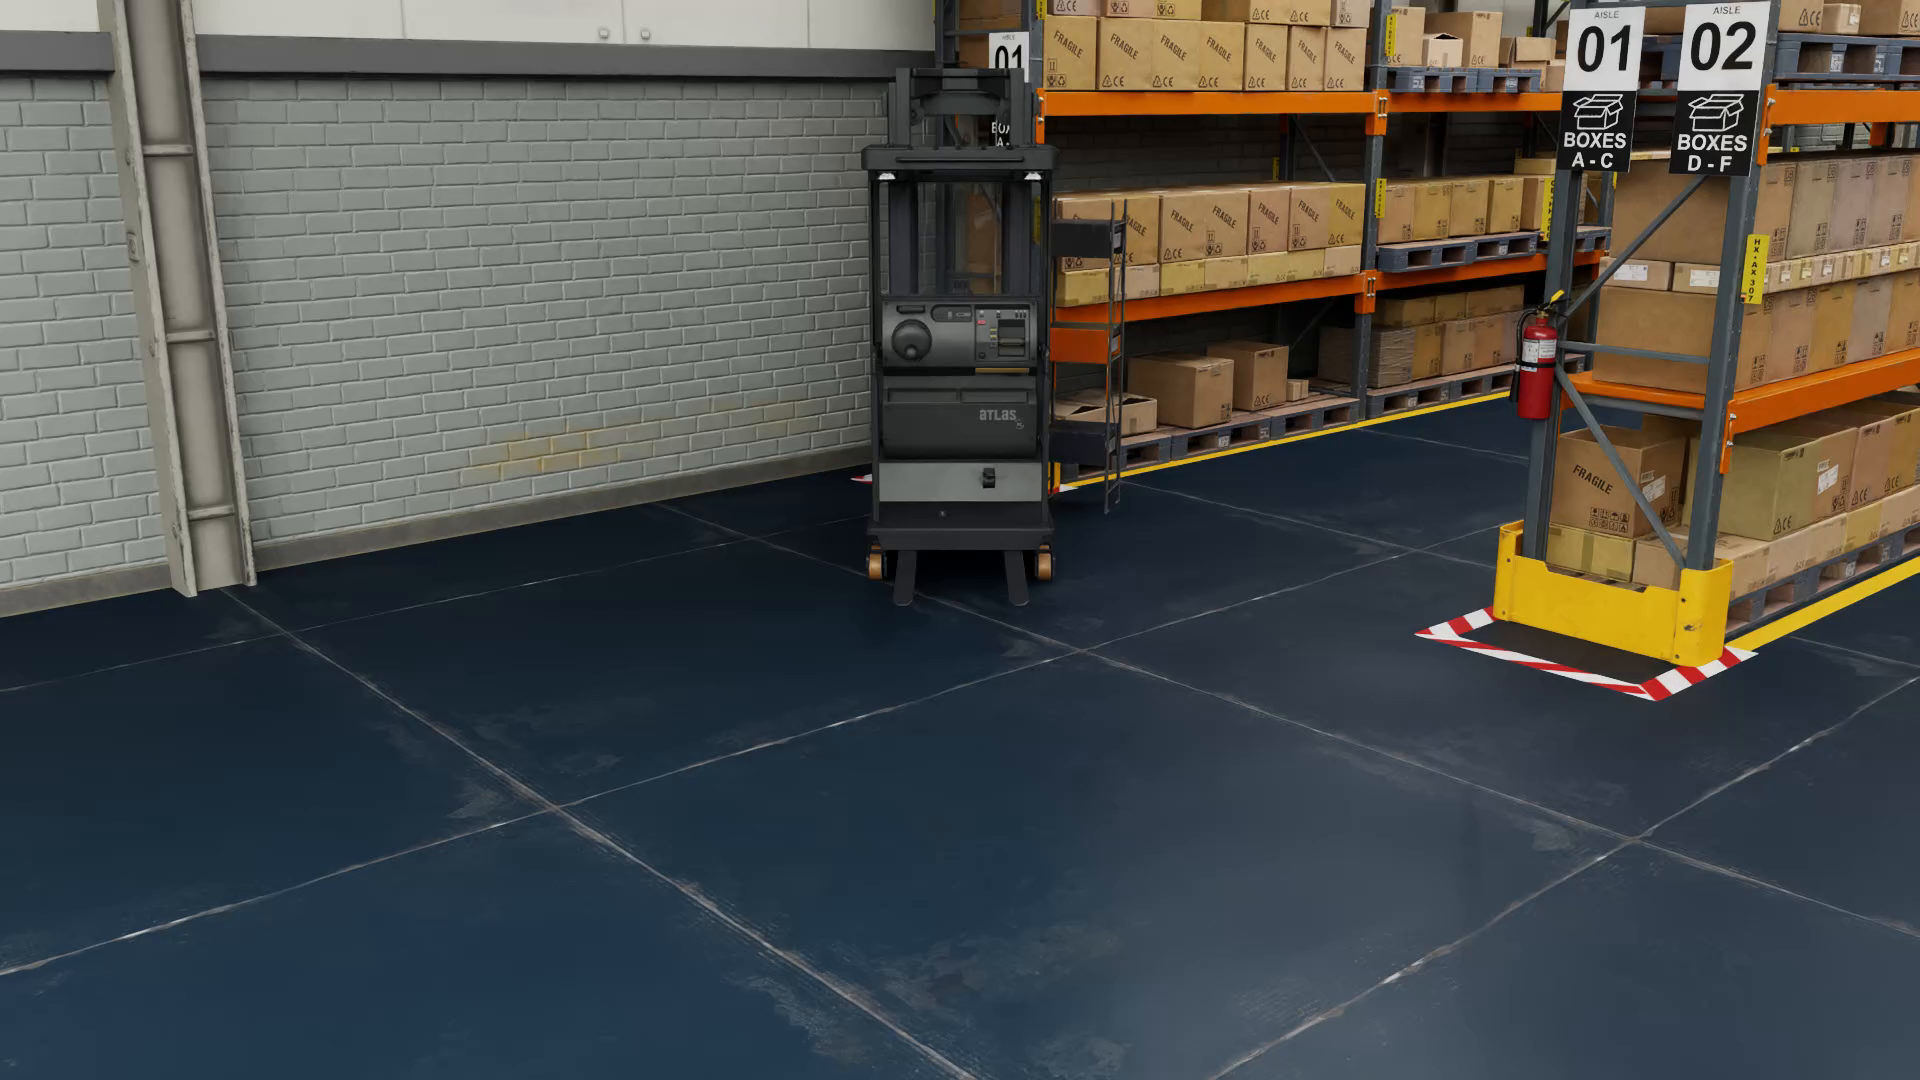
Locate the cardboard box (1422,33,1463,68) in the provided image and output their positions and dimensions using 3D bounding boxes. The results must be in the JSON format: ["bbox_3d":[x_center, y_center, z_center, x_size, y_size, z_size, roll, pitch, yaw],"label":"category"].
[{"bbox_3d":[4.138,-4.381,14.887,0.500,0.311,0.500,-12,19,-38],"label":"cardboard box"}]

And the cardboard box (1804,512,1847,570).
[{"bbox_3d":[4.749,-0.042,9.608,0.500,0.250,0.500,-13,19,-39],"label":"cardboard box"}]

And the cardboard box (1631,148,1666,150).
[{"bbox_3d":[7.564,-4.220,18.472,0.500,0.250,0.500,-13,20,-41],"label":"cardboard box"}]

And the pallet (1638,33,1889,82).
[{"bbox_3d":[3.996,-2.471,8.546,1.213,0.211,1.003,-13,19,-39],"label":"pallet"}]

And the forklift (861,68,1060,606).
[{"bbox_3d":[0.001,-1.254,9.764,1.130,2.935,3.031,0,15,0],"label":"forklift"}]

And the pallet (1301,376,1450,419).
[{"bbox_3d":[3.795,-1.376,15.492,1.213,0.211,1.003,-13,19,-39],"label":"pallet"}]

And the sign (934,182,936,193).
[{"bbox_3d":[-0.158,-2.737,12.328,0.005,0.325,0.100,-13,19,-39],"label":"sign"}]

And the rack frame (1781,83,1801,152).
[{"bbox_3d":[9.244,-3.946,19.711,0.127,3.000,1.000,-13,19,-39],"label":"rack frame"}]

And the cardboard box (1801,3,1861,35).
[{"bbox_3d":[4.449,-2.713,8.683,0.250,0.149,0.380,-13,19,-39],"label":"cardboard box"}]

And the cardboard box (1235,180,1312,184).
[{"bbox_3d":[2.717,-2.852,14.412,0.500,0.500,0.500,-13,20,-41],"label":"cardboard box"}]

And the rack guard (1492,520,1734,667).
[{"bbox_3d":[3.428,0.262,8.800,0.348,0.500,1.175,-13,19,-39],"label":"rack guard"}]

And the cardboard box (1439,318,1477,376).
[{"bbox_3d":[4.521,-1.900,16.041,0.500,0.500,0.700,-12,19,-39],"label":"cardboard box"}]

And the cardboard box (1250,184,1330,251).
[{"bbox_3d":[2.682,-2.665,13.712,0.500,0.500,0.500,-13,20,-40],"label":"cardboard box"}]

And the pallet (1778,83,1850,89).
[{"bbox_3d":[9.868,-5.489,19.847,1.213,0.211,1.003,-13,19,-39],"label":"pallet"}]

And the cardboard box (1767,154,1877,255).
[{"bbox_3d":[4.619,-1.886,9.290,0.500,0.500,0.700,-13,19,-39],"label":"cardboard box"}]

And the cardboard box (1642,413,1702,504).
[{"bbox_3d":[4.400,-0.507,9.898,0.500,0.500,0.500,-13,19,-39],"label":"cardboard box"}]

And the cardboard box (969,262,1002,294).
[{"bbox_3d":[0.416,-1.967,12.555,0.500,0.250,0.500,-12,19,-39],"label":"cardboard box"}]

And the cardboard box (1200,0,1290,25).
[{"bbox_3d":[2.215,-4.258,12.896,0.500,0.500,0.500,-14,20,-41],"label":"cardboard box"}]

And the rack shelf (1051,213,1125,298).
[{"bbox_3d":[0.830,-1.924,11.225,0.480,0.518,0.431,5,16,18],"label":"rack shelf"}]

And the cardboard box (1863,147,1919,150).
[{"bbox_3d":[6.133,-2.226,10.563,0.500,0.500,0.700,-13,19,-39],"label":"cardboard box"}]

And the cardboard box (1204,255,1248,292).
[{"bbox_3d":[1.921,-2.132,13.173,0.500,0.250,0.500,-12,19,-39],"label":"cardboard box"}]

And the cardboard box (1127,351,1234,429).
[{"bbox_3d":[1.788,-1.229,13.530,0.500,0.500,0.700,-14,21,-43],"label":"cardboard box"}]

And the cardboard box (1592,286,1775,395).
[{"bbox_3d":[3.806,-1.075,8.766,0.500,0.500,0.700,-13,19,-39],"label":"cardboard box"}]

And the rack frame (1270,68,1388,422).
[{"bbox_3d":[3.209,-2.591,14.637,0.127,3.000,1.000,-13,19,-39],"label":"rack frame"}]

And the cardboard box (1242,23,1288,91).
[{"bbox_3d":[2.207,-3.780,13.044,0.500,0.500,0.500,-14,20,-41],"label":"cardboard box"}]

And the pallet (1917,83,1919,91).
[{"bbox_3d":[7.120,-3.136,11.236,1.217,0.209,0.805,-14,20,-42],"label":"pallet"}]

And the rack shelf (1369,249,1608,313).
[{"bbox_3d":[4.717,-2.582,15.999,4.000,0.370,1.077,-13,19,-39],"label":"rack shelf"}]

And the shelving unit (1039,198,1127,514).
[{"bbox_3d":[0.830,-1.261,11.401,0.503,2.100,0.431,5,16,18],"label":"shelving unit"}]

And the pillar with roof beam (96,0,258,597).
[{"bbox_3d":[-1.549,-3.244,5.458,0.400,9.000,9.100,-13,19,-39],"label":"pillar with roof beam"}]

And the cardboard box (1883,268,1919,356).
[{"bbox_3d":[5.358,-1.424,10.076,0.500,0.500,0.700,-12,19,-39],"label":"cardboard box"}]

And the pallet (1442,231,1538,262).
[{"bbox_3d":[4.760,-2.833,15.914,1.213,0.211,1.003,-13,19,-39],"label":"pallet"}]

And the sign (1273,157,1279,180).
[{"bbox_3d":[2.842,-3.258,14.890,0.005,0.325,0.100,-13,19,-39],"label":"sign"}]

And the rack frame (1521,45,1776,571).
[{"bbox_3d":[3.446,-0.950,8.493,0.127,3.000,1.000,-13,19,-39],"label":"rack frame"}]

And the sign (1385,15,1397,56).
[{"bbox_3d":[3.571,-4.186,13.793,0.005,0.325,0.100,-13,19,-39],"label":"sign"}]

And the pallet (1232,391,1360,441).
[{"bbox_3d":[2.725,-1.123,14.546,1.213,0.211,1.003,-13,19,-39],"label":"pallet"}]

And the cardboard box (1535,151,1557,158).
[{"bbox_3d":[6.398,-3.960,17.500,0.500,0.250,0.500,-12,19,-38],"label":"cardboard box"}]

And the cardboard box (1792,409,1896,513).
[{"bbox_3d":[5.130,-0.487,9.824,0.500,0.500,0.500,-13,19,-39],"label":"cardboard box"}]

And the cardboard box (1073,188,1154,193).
[{"bbox_3d":[1.181,-2.506,13.118,0.500,0.500,0.500,-13,20,-41],"label":"cardboard box"}]

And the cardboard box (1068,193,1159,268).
[{"bbox_3d":[1.128,-2.317,12.411,0.500,0.500,0.500,-13,19,-39],"label":"cardboard box"}]

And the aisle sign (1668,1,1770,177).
[{"bbox_3d":[3.597,-2.135,7.892,0.004,0.787,0.394,-13,19,-39],"label":"aisle sign"}]

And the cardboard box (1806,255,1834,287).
[{"bbox_3d":[4.461,-1.465,8.973,0.250,0.149,0.380,-13,20,-40],"label":"cardboard box"}]

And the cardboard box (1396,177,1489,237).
[{"bbox_3d":[4.517,-3.142,15.655,0.500,0.500,0.700,-10,18,-32],"label":"cardboard box"}]

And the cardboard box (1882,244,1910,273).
[{"bbox_3d":[5.241,-1.641,9.629,0.250,0.149,0.380,-12,19,-38],"label":"cardboard box"}]

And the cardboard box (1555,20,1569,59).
[{"bbox_3d":[6.547,-5.070,17.061,0.700,0.500,0.500,14,21,43],"label":"cardboard box"}]

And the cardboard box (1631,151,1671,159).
[{"bbox_3d":[7.143,-3.950,17.465,0.500,0.250,0.500,-13,20,-40],"label":"cardboard box"}]

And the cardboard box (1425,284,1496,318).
[{"bbox_3d":[4.861,-2.331,16.203,0.500,0.250,0.500,-13,20,-40],"label":"cardboard box"}]

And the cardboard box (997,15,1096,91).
[{"bbox_3d":[0.608,-3.428,11.728,0.500,0.500,0.500,-12,19,-38],"label":"cardboard box"}]

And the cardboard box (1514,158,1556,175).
[{"bbox_3d":[5.753,-3.721,16.565,0.380,0.149,0.250,12,19,38],"label":"cardboard box"}]

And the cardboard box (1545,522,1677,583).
[{"bbox_3d":[3.656,0.028,9.349,0.500,0.250,0.500,-13,19,-39],"label":"cardboard box"}]

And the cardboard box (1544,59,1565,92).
[{"bbox_3d":[5.860,-4.510,16.143,0.500,0.311,0.500,-13,19,-39],"label":"cardboard box"}]
